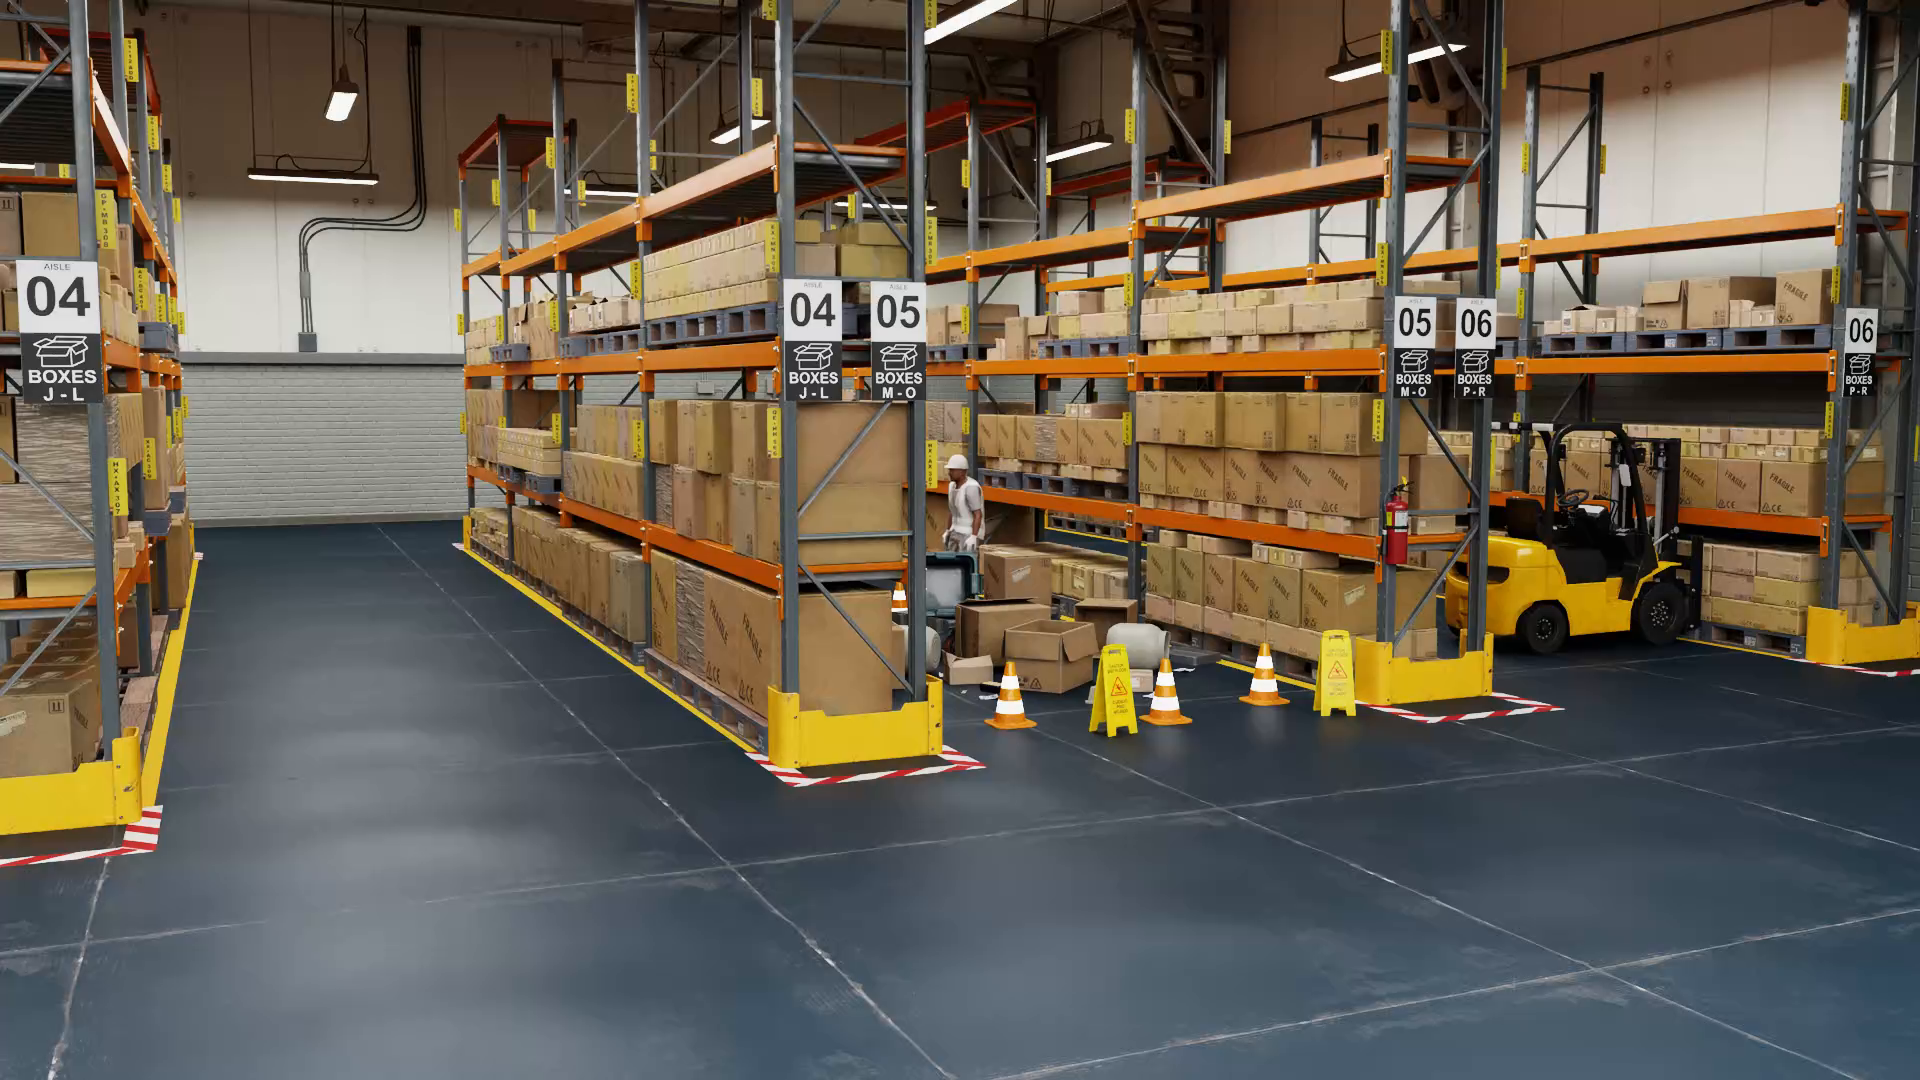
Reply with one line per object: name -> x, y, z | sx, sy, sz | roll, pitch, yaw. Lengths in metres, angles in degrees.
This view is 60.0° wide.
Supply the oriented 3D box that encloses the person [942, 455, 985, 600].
person -> 0.023, -0.030, 17.858 | 0.447, 1.775, 0.633 | -3, 6, -27
